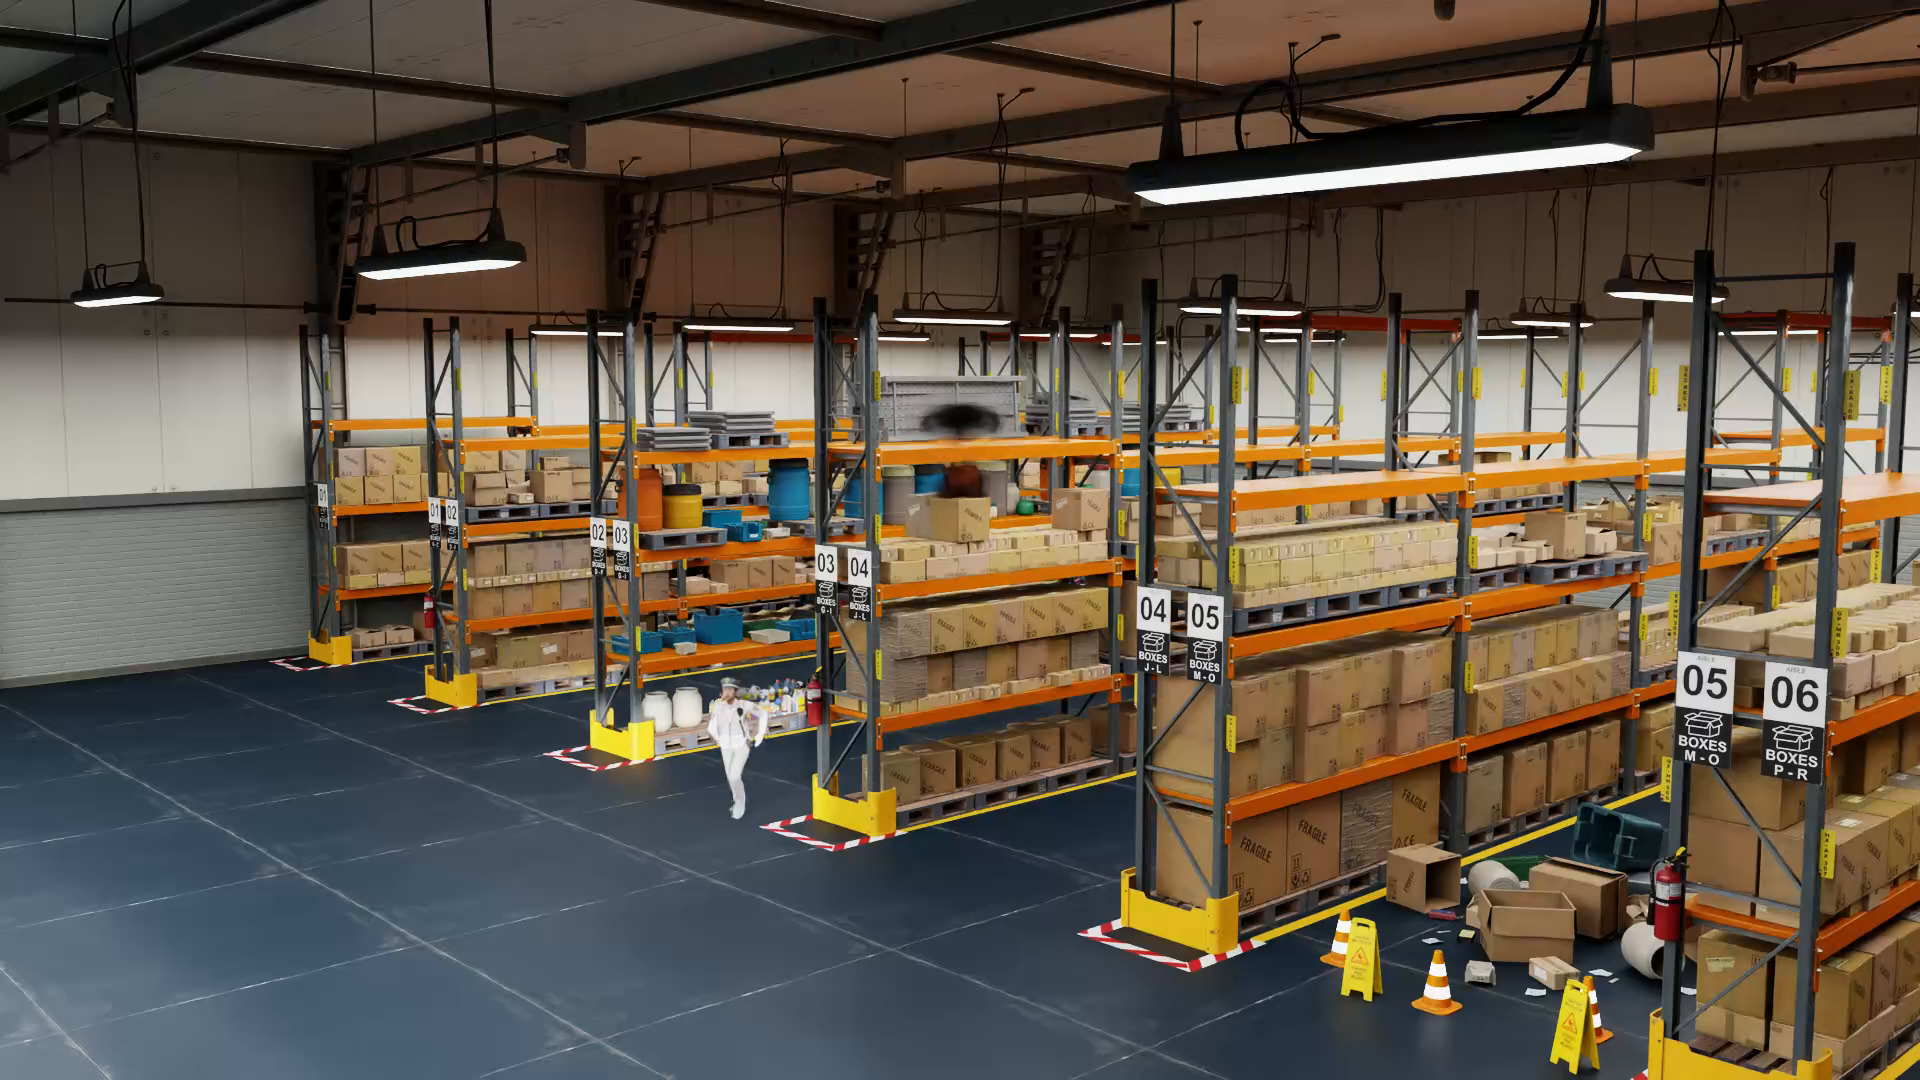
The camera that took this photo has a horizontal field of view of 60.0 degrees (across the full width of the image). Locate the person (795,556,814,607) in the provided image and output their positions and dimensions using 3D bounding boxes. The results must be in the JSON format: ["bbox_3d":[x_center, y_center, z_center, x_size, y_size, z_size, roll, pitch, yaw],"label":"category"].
[{"bbox_3d":[-3.113,1.053,33.379,0.543,1.493,0.793,4,7,35],"label":"person"}]

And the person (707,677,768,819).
[{"bbox_3d":[-2.579,2.386,19.129,0.611,1.649,0.805,2,6,17],"label":"person"}]
